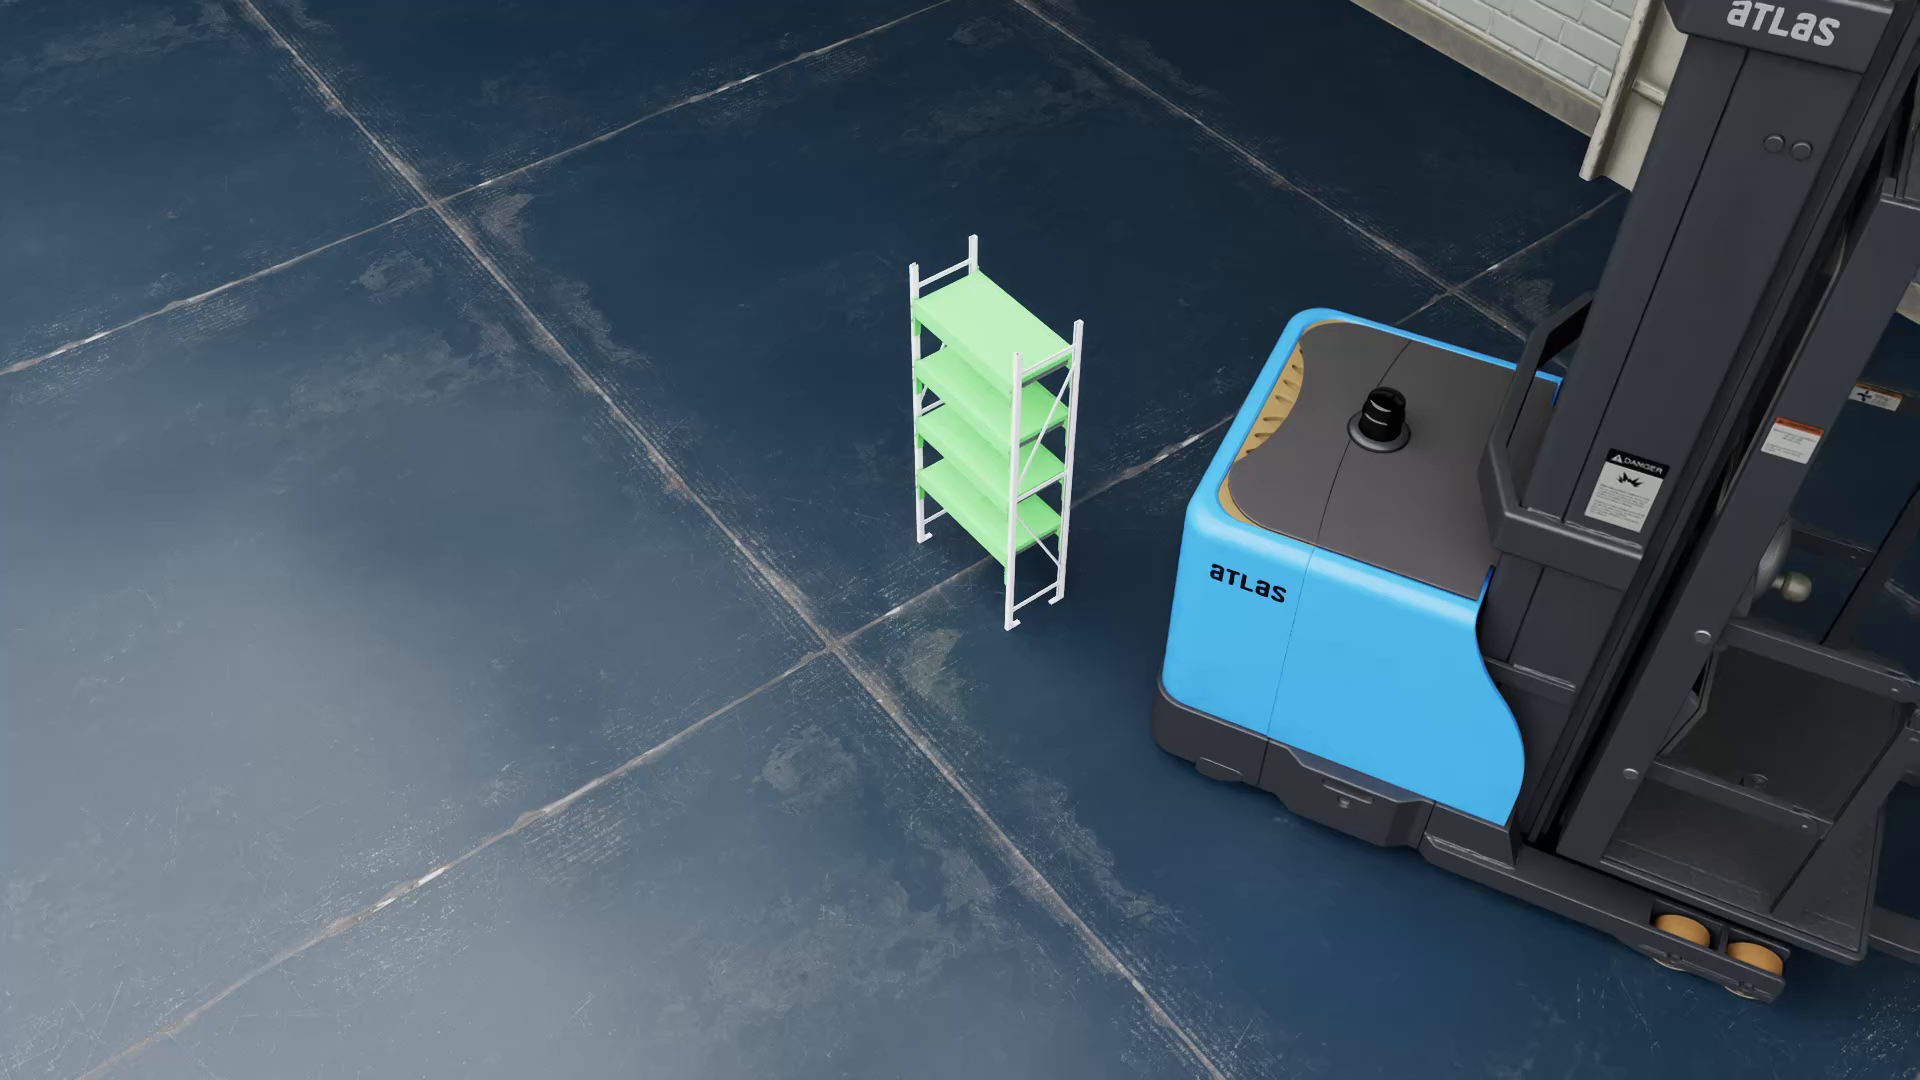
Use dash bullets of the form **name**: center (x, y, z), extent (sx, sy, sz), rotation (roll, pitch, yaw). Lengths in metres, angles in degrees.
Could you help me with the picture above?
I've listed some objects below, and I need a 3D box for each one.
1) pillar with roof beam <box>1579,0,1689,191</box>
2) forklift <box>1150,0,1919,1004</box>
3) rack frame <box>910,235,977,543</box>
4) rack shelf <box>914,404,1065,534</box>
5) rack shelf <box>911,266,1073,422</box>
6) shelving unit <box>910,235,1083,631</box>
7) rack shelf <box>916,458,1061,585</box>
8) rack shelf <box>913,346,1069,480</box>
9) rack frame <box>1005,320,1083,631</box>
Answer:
- **pillar with roof beam**: center (-0.516, -2.618, 2.049), extent (9.100, 9.000, 0.400), rotation (-29, 54, -24)
- **forklift**: center (2.141, -0.172, 3.928), extent (3.031, 2.935, 1.130), rotation (20, 51, 17)
- **rack frame**: center (-0.048, -0.449, 5.347), extent (0.240, 1.200, 0.015), rotation (-29, 54, -24)
- **rack shelf**: center (0.100, -0.262, 5.264), extent (0.258, 0.148, 0.480), rotation (-29, 54, -24)
- **rack shelf**: center (0.100, -0.585, 4.909), extent (0.258, 0.148, 0.480), rotation (-29, 54, -24)
- **shelving unit**: center (0.100, -0.305, 5.217), extent (0.258, 1.200, 0.503), rotation (-29, 54, -24)
- **rack shelf**: center (0.100, -0.101, 5.442), extent (0.258, 0.148, 0.480), rotation (-29, 54, -24)
- **rack shelf**: center (0.100, -0.424, 5.087), extent (0.258, 0.148, 0.480), rotation (-29, 54, -24)
- **rack frame**: center (0.248, -0.162, 5.087), extent (0.240, 1.200, 0.015), rotation (-29, 54, -24)
